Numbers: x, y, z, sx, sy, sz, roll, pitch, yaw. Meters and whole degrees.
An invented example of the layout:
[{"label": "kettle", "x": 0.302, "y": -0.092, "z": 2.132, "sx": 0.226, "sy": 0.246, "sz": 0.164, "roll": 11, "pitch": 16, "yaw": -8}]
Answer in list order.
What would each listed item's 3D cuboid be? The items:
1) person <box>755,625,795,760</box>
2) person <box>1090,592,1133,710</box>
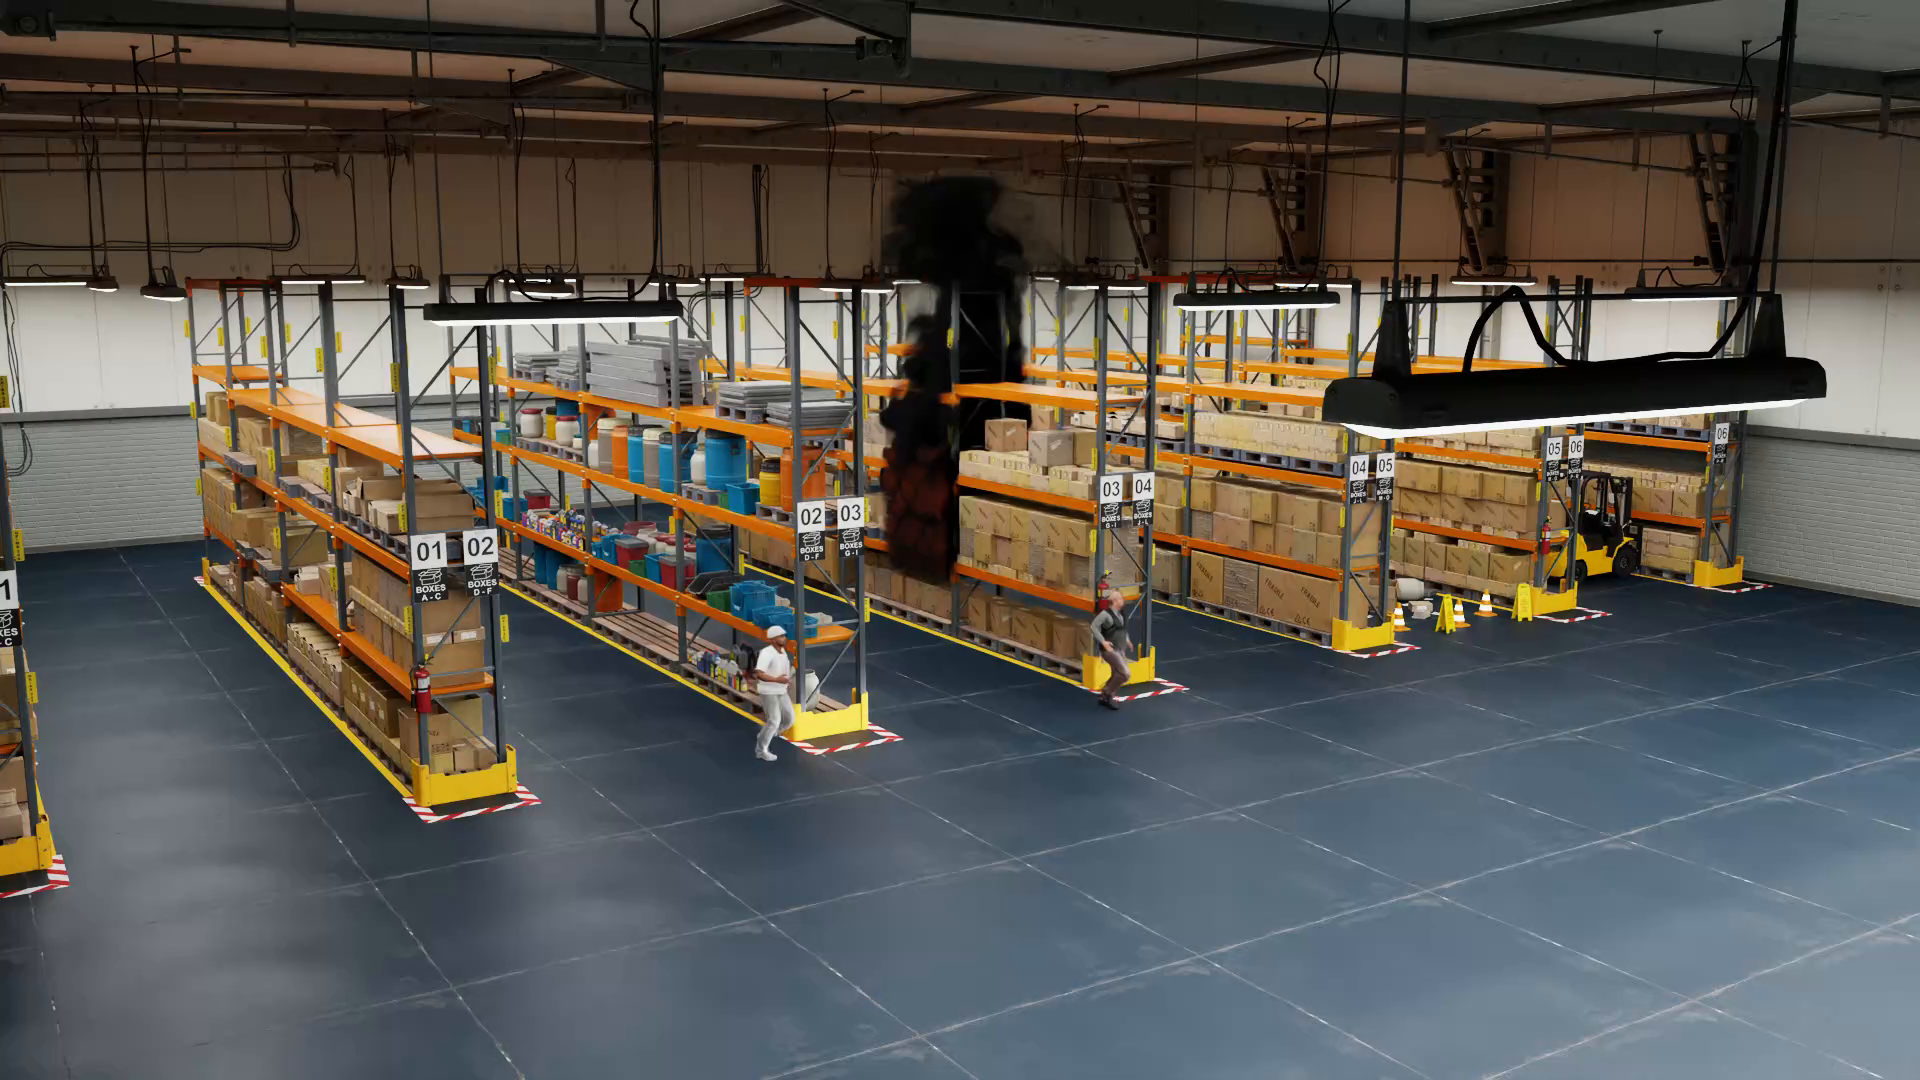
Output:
[{"label": "person", "x": -2.327, "y": 1.941, "z": 21.297, "sx": 0.595, "sy": 1.709, "sz": 0.713, "roll": 4, "pitch": 10, "yaw": 24}, {"label": "person", "x": 2.209, "y": 1.575, "z": 23.554, "sx": 0.600, "sy": 1.686, "sz": 0.678, "roll": 7, "pitch": 12, "yaw": 36}]
